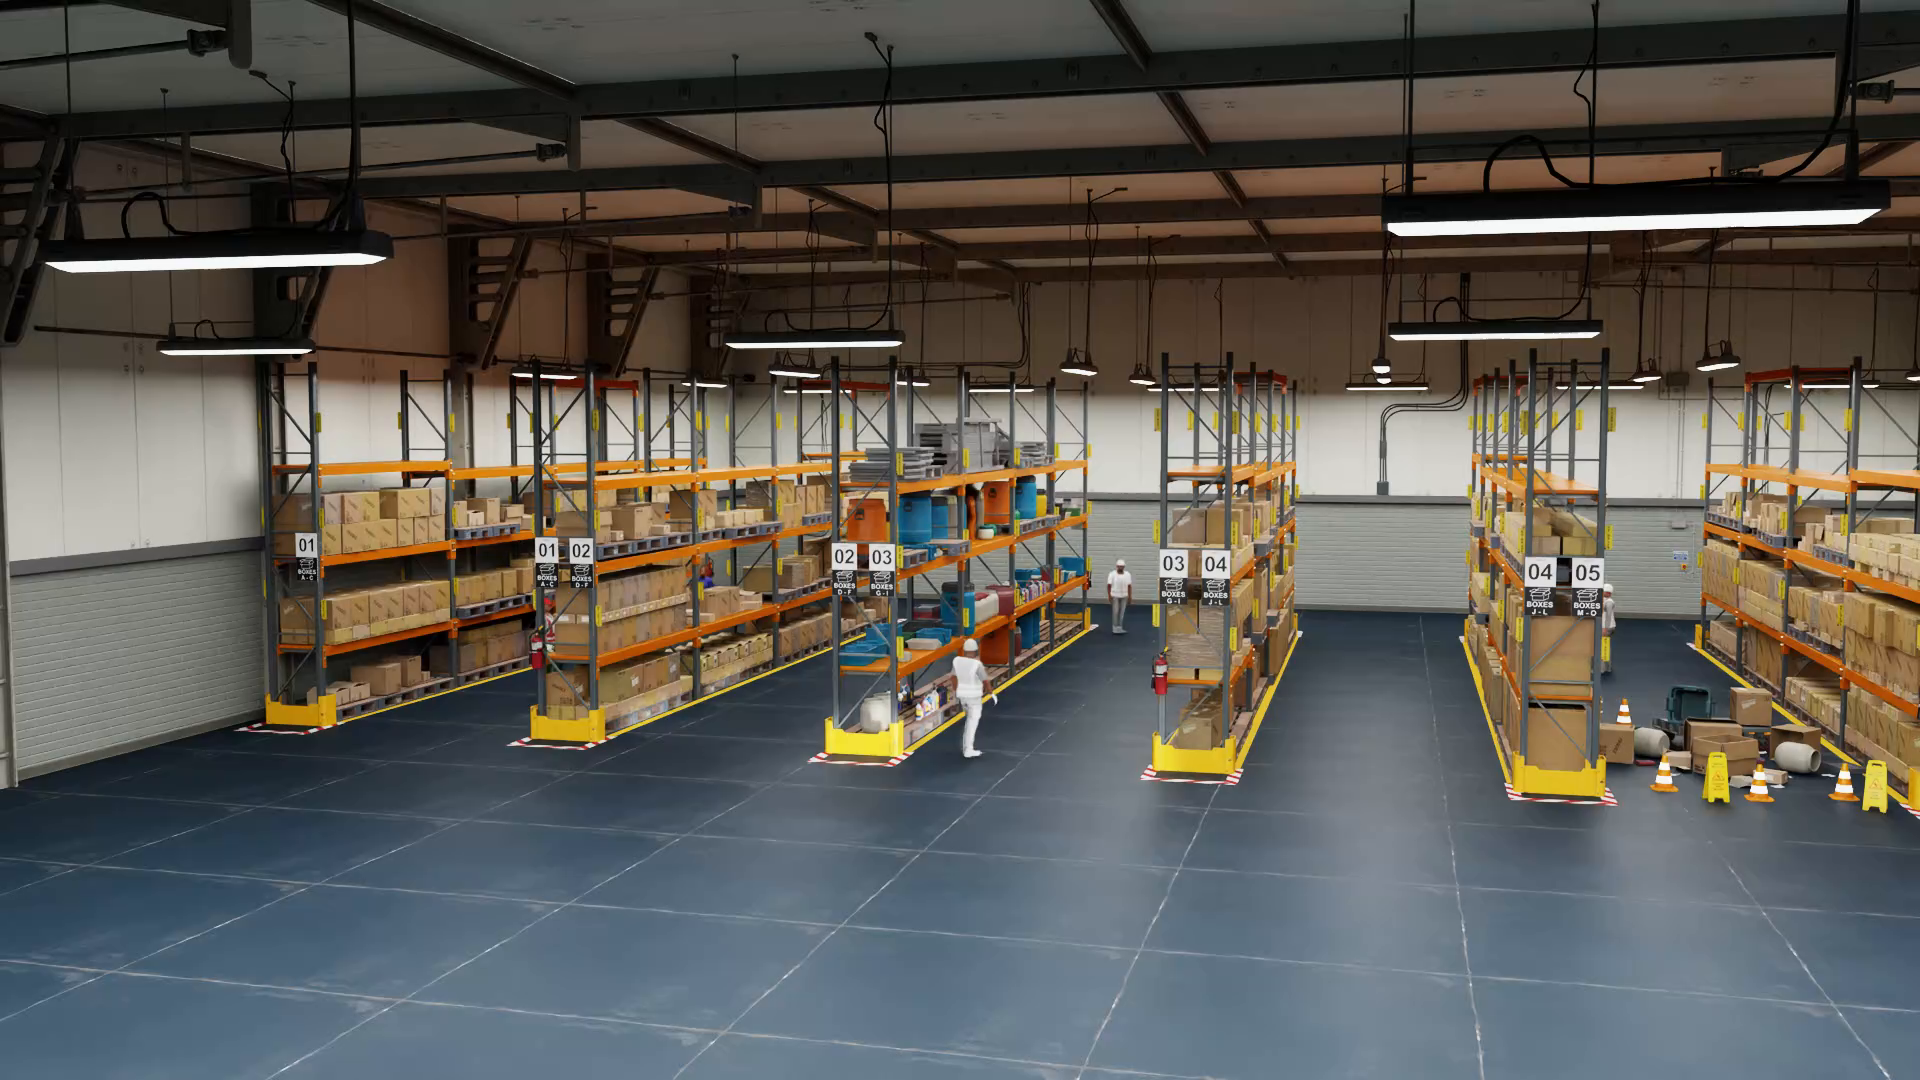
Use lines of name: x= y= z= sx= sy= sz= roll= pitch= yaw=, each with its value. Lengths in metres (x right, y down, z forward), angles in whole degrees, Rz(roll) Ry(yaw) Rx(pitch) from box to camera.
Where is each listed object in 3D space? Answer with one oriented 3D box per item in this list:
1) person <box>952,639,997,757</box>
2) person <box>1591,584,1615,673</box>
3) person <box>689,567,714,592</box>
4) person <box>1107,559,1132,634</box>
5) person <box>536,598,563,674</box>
person: x=0.210 y=2.372 z=24.955 sx=0.575 sy=1.823 sz=0.609 roll=-4 pitch=5 yaw=-43
person: x=12.959 y=1.774 z=33.447 sx=0.430 sy=1.783 sz=0.586 roll=3 pitch=5 yaw=35
person: x=-6.079 y=1.424 z=38.879 sx=0.625 sy=1.609 sz=1.006 roll=1 pitch=4 yaw=16
person: x=3.797 y=1.343 z=39.507 sx=0.599 sy=1.771 sz=0.379 roll=-1 pitch=4 yaw=-18
person: x=-7.505 y=1.973 z=30.613 sx=0.567 sy=1.830 sz=0.646 roll=3 pitch=5 yaw=34
